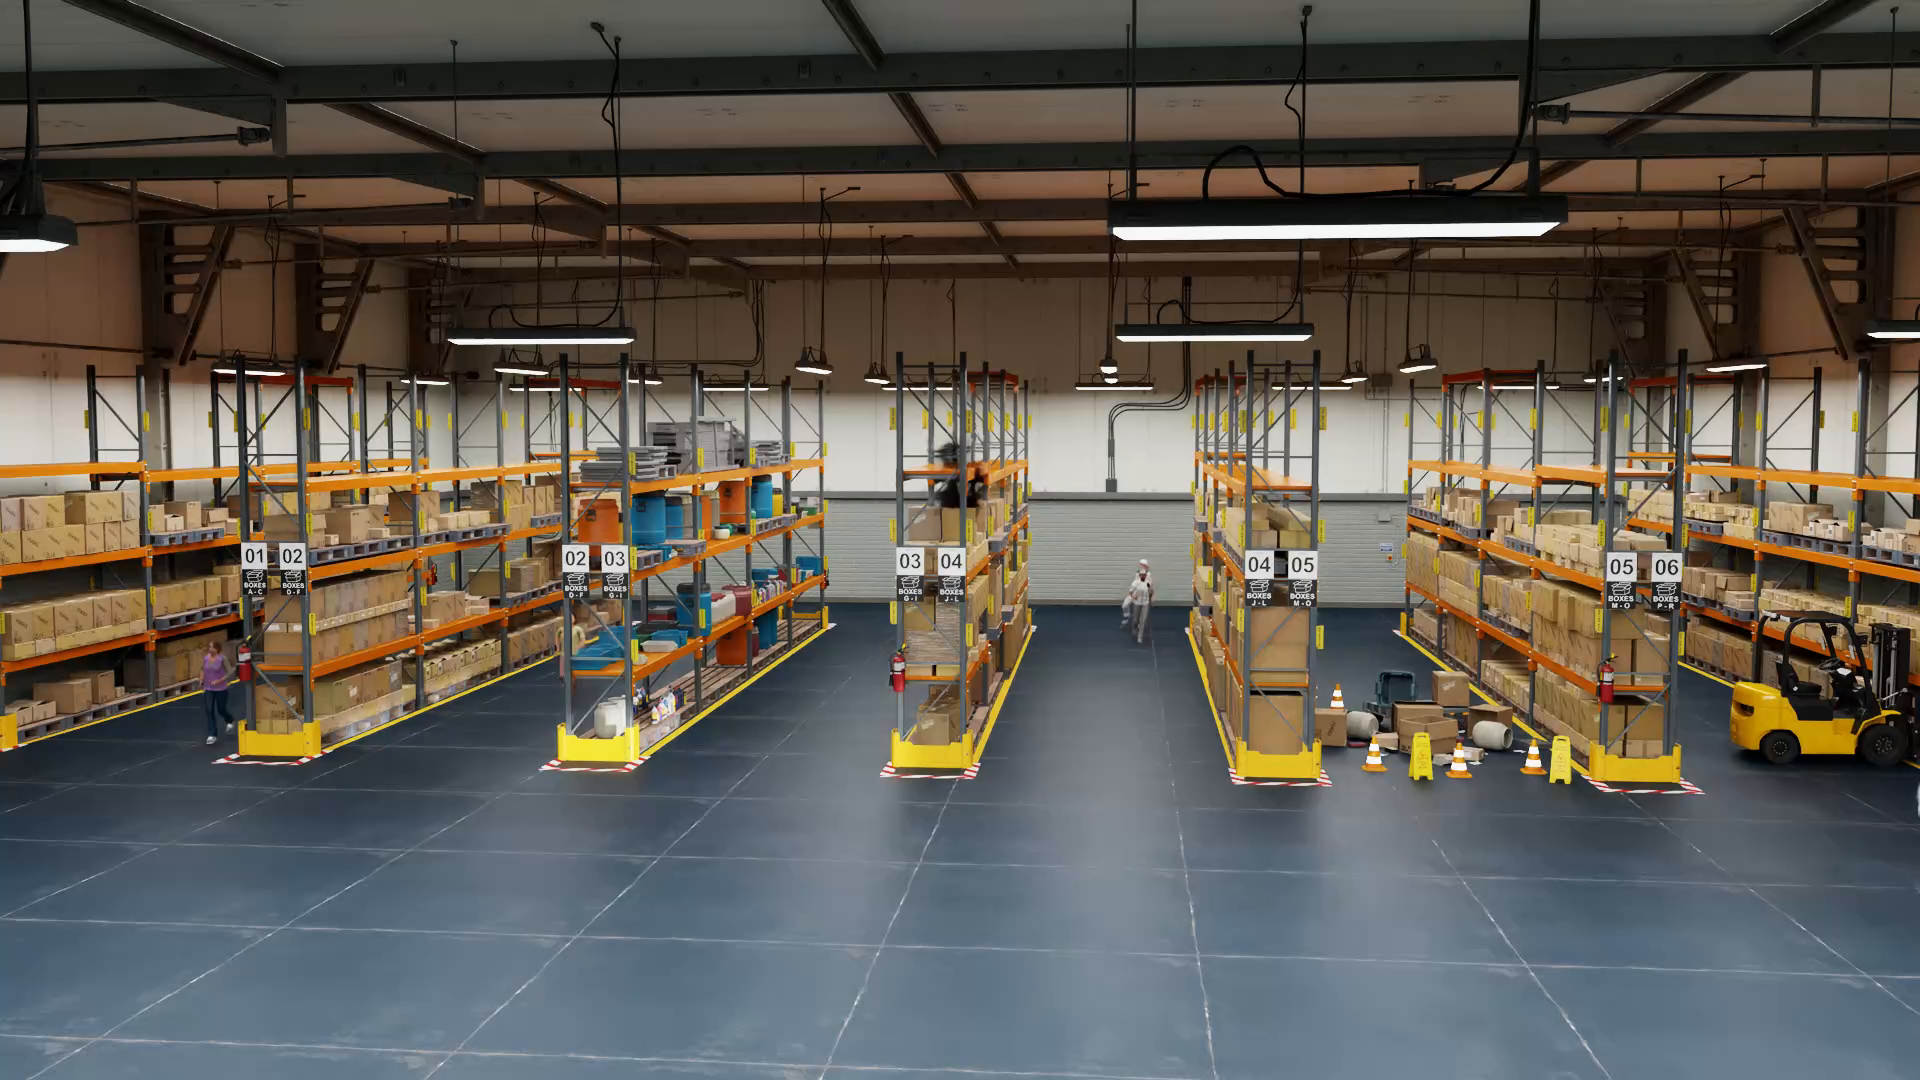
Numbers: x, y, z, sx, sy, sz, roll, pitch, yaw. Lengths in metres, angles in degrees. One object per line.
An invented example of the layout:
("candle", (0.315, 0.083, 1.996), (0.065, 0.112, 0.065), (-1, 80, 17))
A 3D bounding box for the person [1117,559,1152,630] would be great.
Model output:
("person", (4.243, 1.317, 39.979), (0.616, 1.723, 0.747), (-3, 5, -36))

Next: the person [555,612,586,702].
("person", (-6.951, 2.084, 29.600), (0.580, 1.624, 0.533), (0, 4, -1))

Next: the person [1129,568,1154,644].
("person", (4.139, 1.479, 37.874), (0.584, 1.694, 0.878), (0, 4, 0))

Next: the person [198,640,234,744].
("person", (-11.653, 2.354, 26.051), (0.553, 1.594, 0.767), (0, 4, -2))
